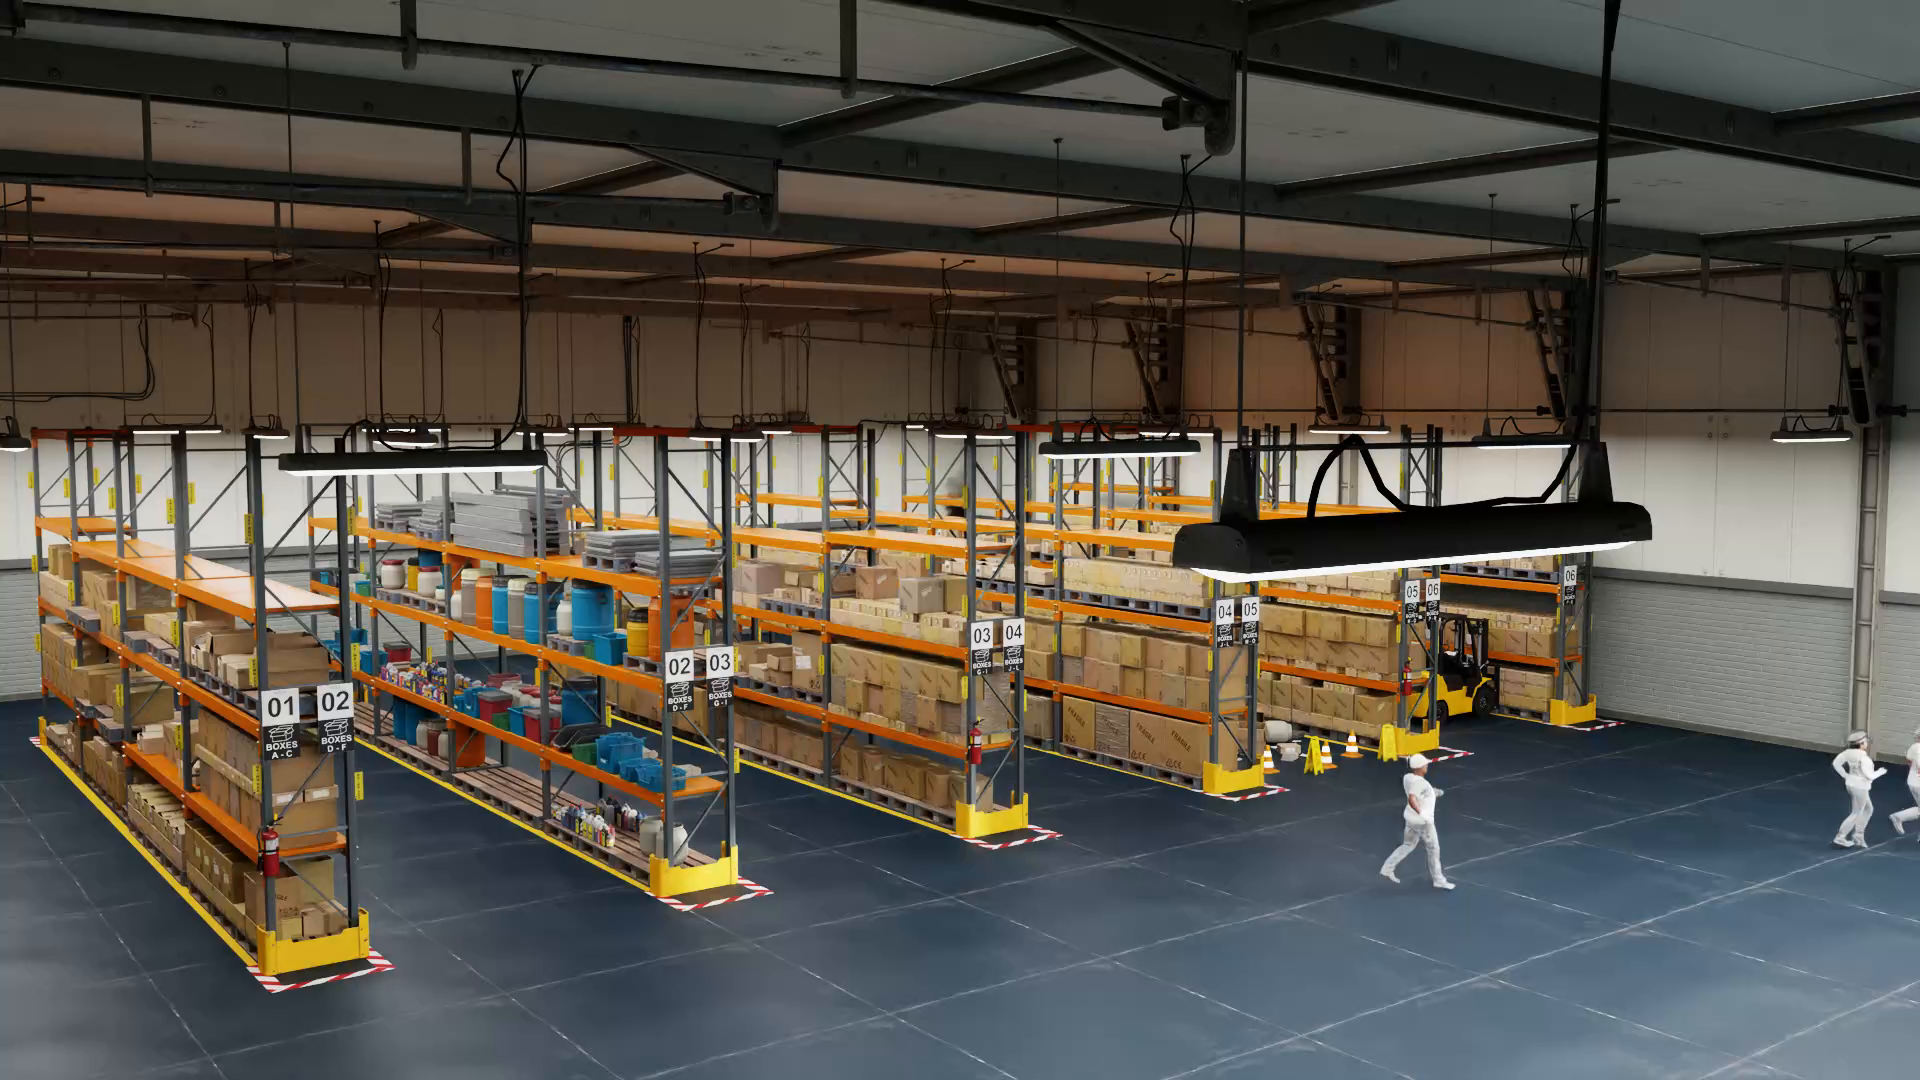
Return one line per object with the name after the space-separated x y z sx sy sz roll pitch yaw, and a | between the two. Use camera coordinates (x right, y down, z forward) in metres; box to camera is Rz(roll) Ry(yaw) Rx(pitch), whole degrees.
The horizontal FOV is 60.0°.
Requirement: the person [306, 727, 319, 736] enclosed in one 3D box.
-10.984 3.315 28.041 0.558 1.624 0.533 -4 6 -44 | person

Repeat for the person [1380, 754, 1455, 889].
6.029 3.691 21.847 0.986 1.777 0.679 -1 5 -10 | person

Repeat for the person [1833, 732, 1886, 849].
12.935 3.611 23.929 0.684 1.736 0.592 0 4 3 | person

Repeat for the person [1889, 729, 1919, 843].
13.986 3.557 24.219 0.653 1.739 0.686 1 5 11 | person
